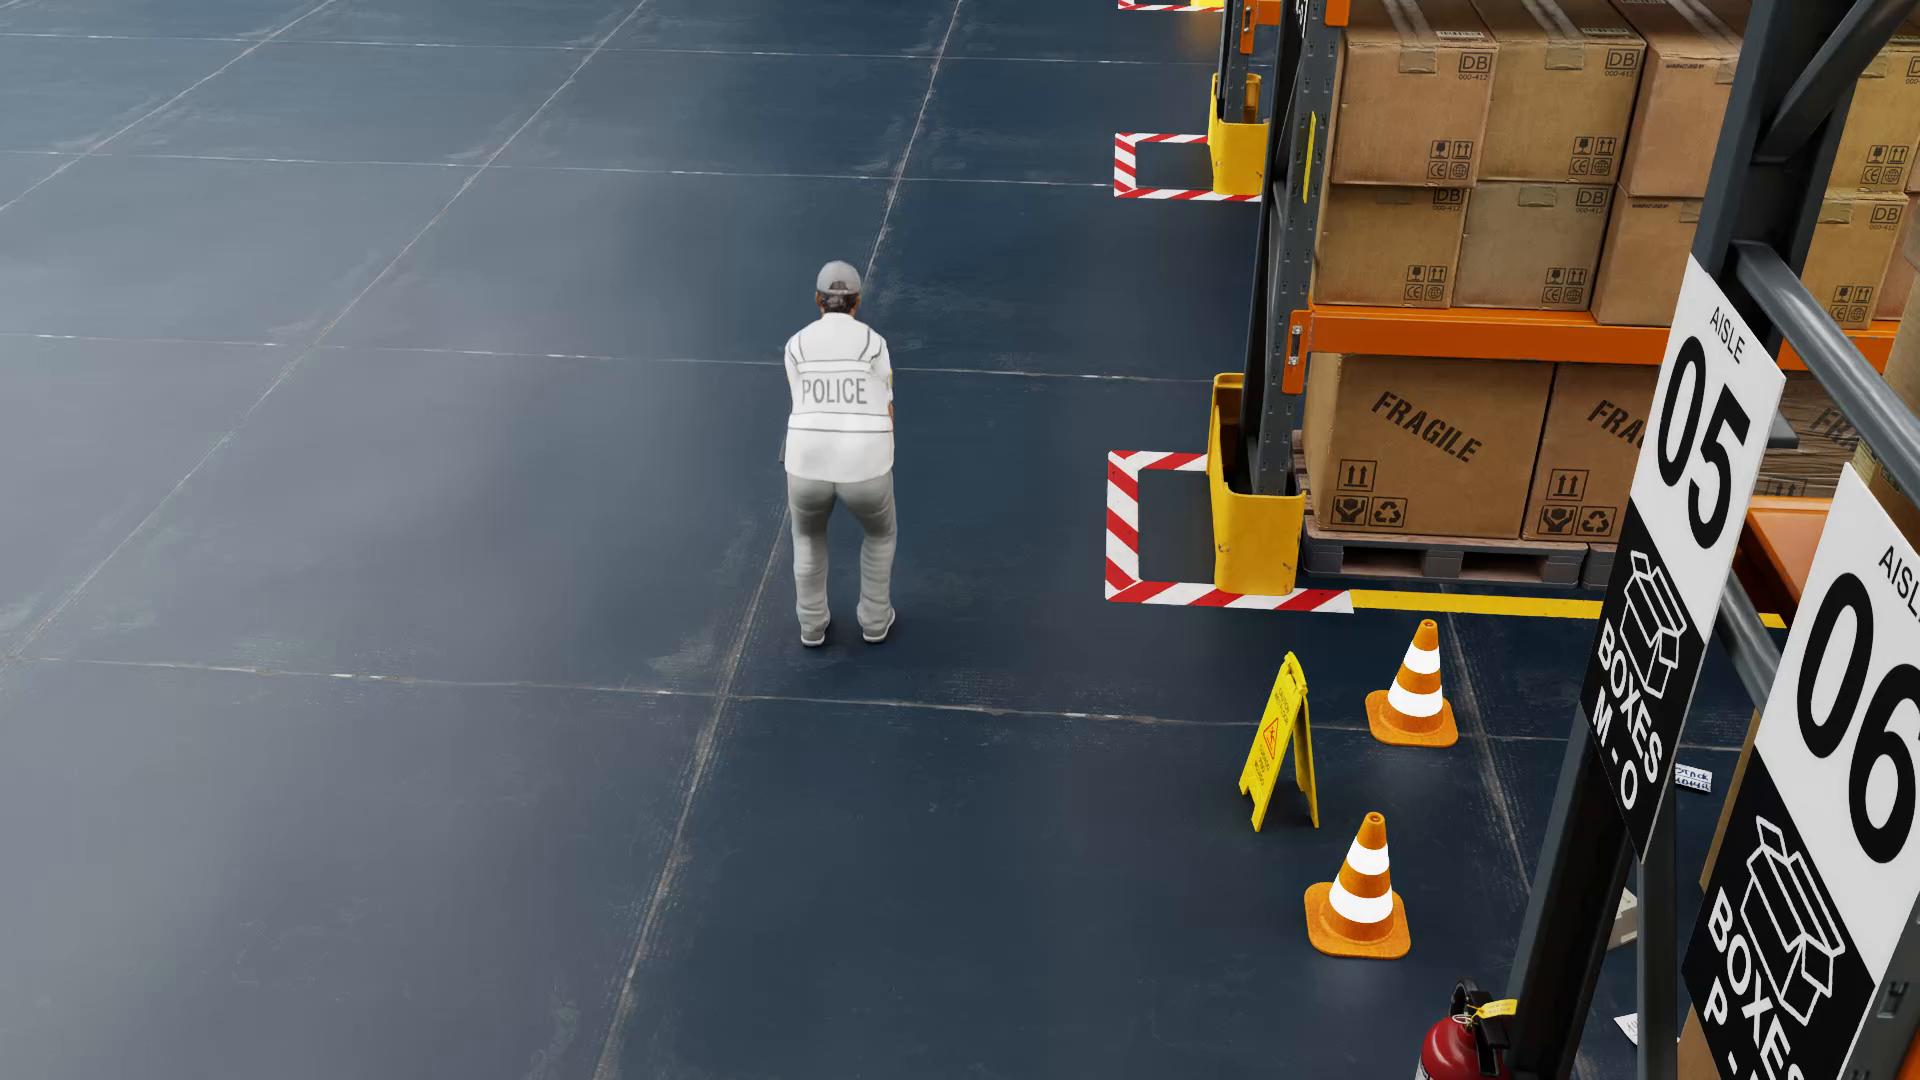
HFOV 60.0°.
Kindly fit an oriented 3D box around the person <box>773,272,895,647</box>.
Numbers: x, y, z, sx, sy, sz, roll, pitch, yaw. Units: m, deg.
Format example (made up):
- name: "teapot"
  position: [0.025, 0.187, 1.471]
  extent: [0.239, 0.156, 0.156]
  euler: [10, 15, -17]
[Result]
- name: "person"
  position: [-0.482, -0.333, 6.673]
  extent: [0.455, 1.660, 0.537]
  euler: [3, 32, 5]
